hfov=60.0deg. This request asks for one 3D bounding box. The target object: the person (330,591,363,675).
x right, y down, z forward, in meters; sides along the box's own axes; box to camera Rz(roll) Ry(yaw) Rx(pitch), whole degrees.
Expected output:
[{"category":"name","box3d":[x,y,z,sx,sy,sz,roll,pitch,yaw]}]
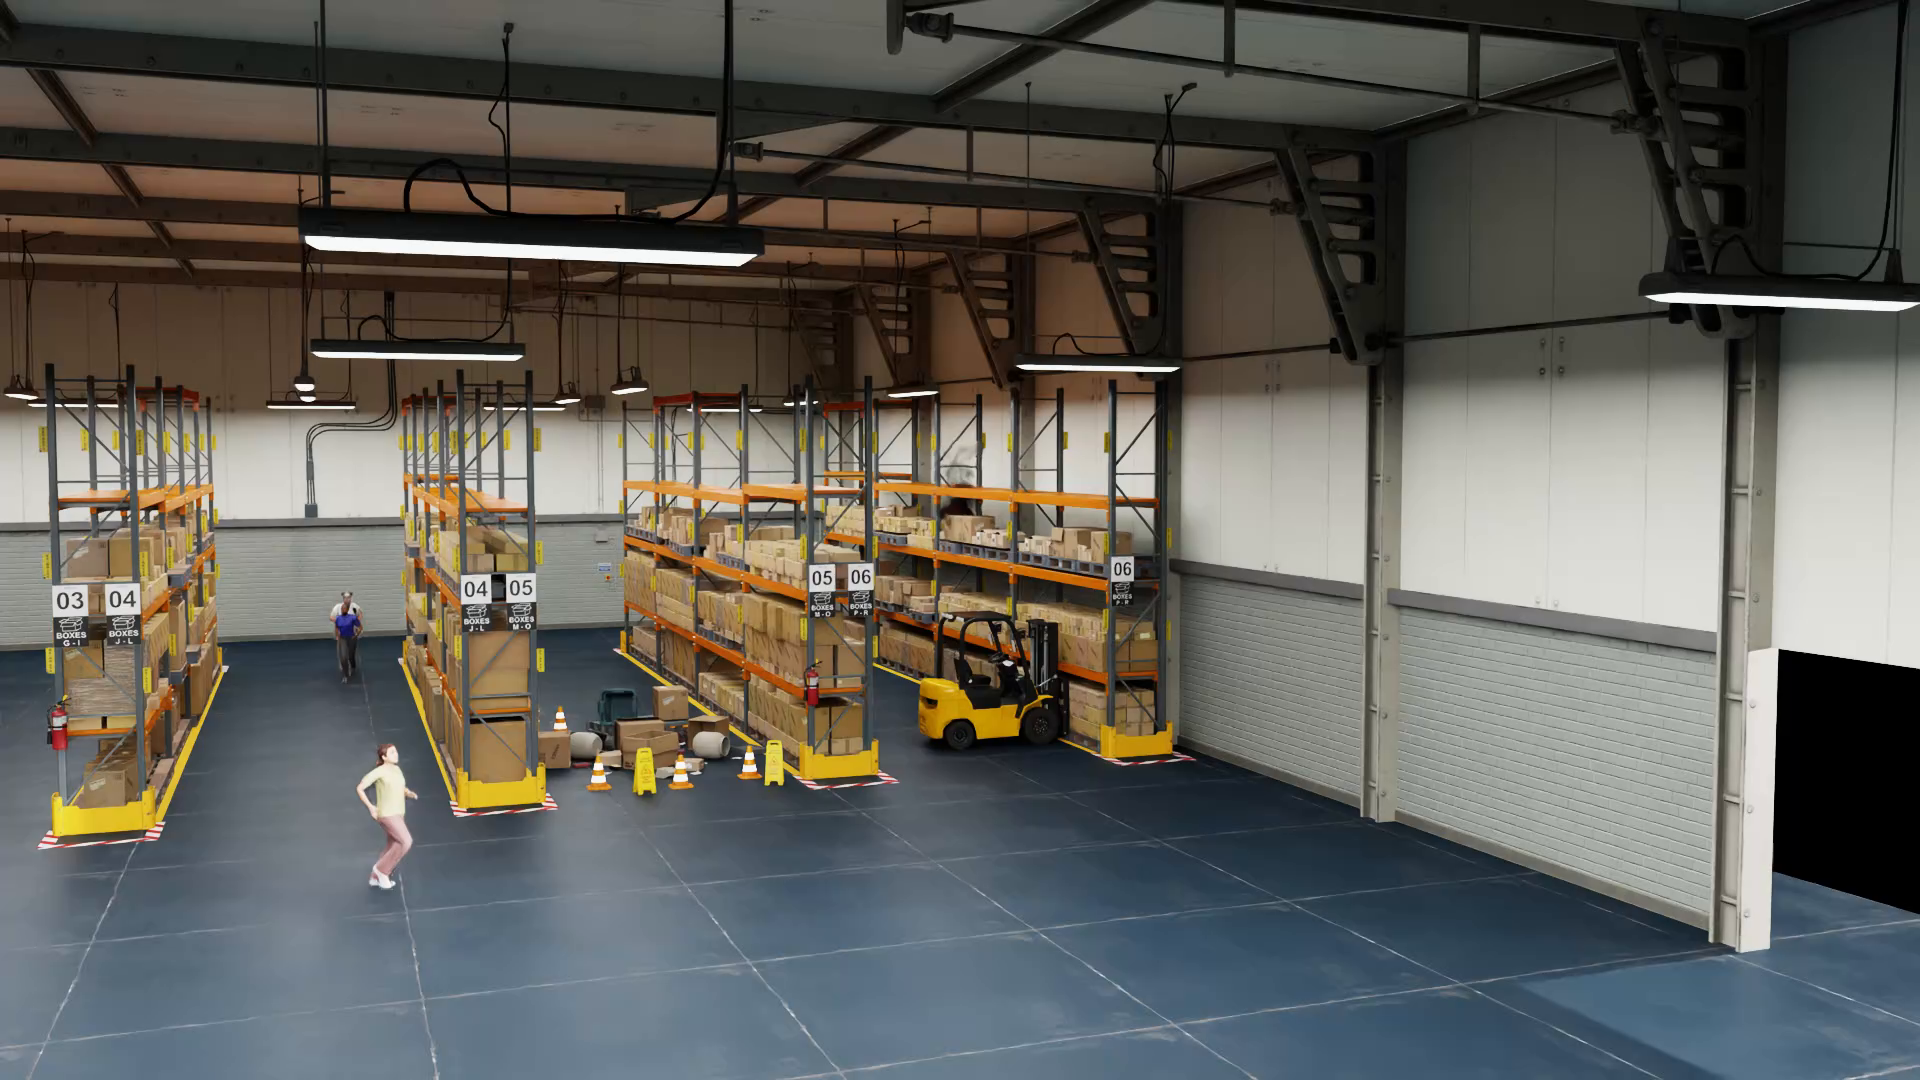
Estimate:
[{"category":"person","box3d":[-13.310,1.998,36.074,0.665,1.797,0.959,-1,4,-19]}]

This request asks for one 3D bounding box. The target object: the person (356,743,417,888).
[{"category":"person","box3d":[-6.348,3.082,18.583,0.613,1.634,0.560,1,3,14]}]

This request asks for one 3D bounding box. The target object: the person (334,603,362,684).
[{"category":"person","box3d":[-12.849,2.149,34.952,0.578,1.663,0.749,0,3,-8]}]
